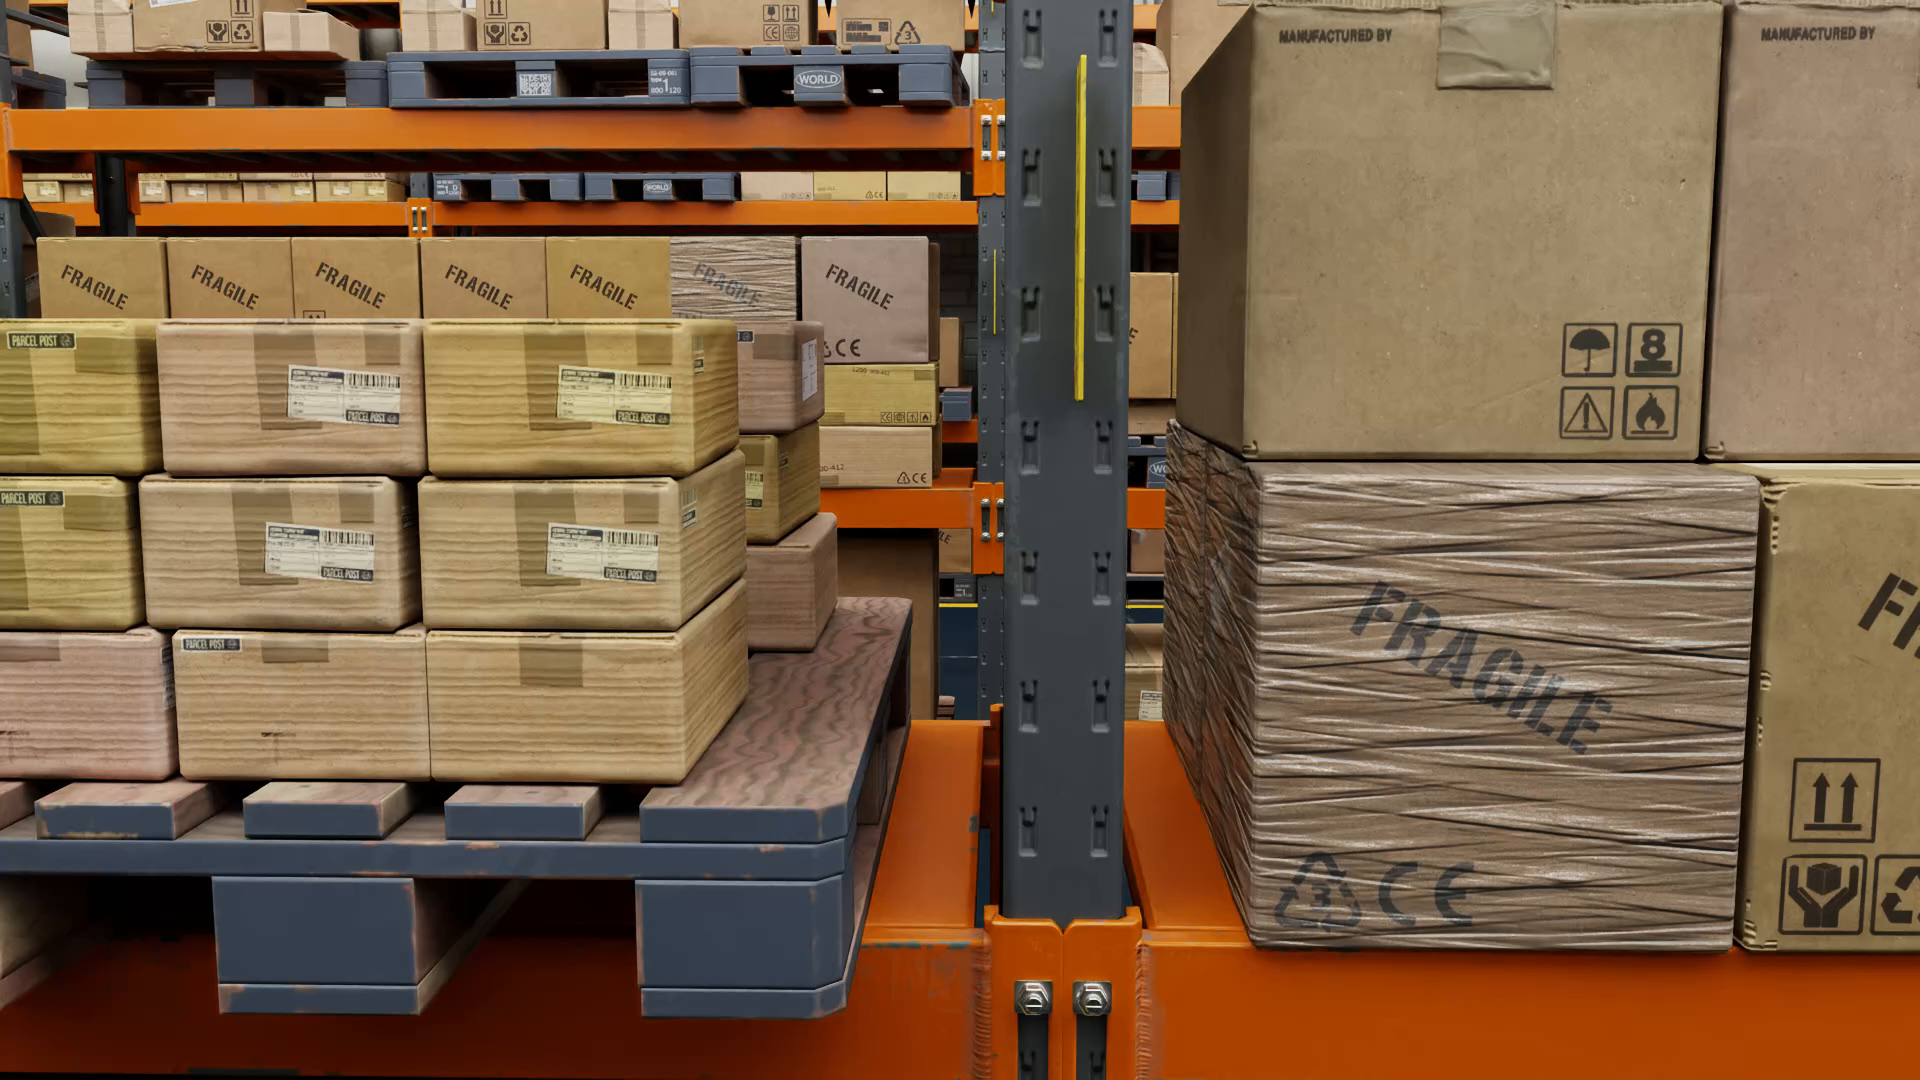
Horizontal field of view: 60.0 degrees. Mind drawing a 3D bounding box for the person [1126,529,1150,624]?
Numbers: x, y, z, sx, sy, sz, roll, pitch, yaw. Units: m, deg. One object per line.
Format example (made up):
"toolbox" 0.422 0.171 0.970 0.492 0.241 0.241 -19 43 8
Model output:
"person" 0.937 -0.159 9.860 0.800 1.666 0.490 -5 9 -36
